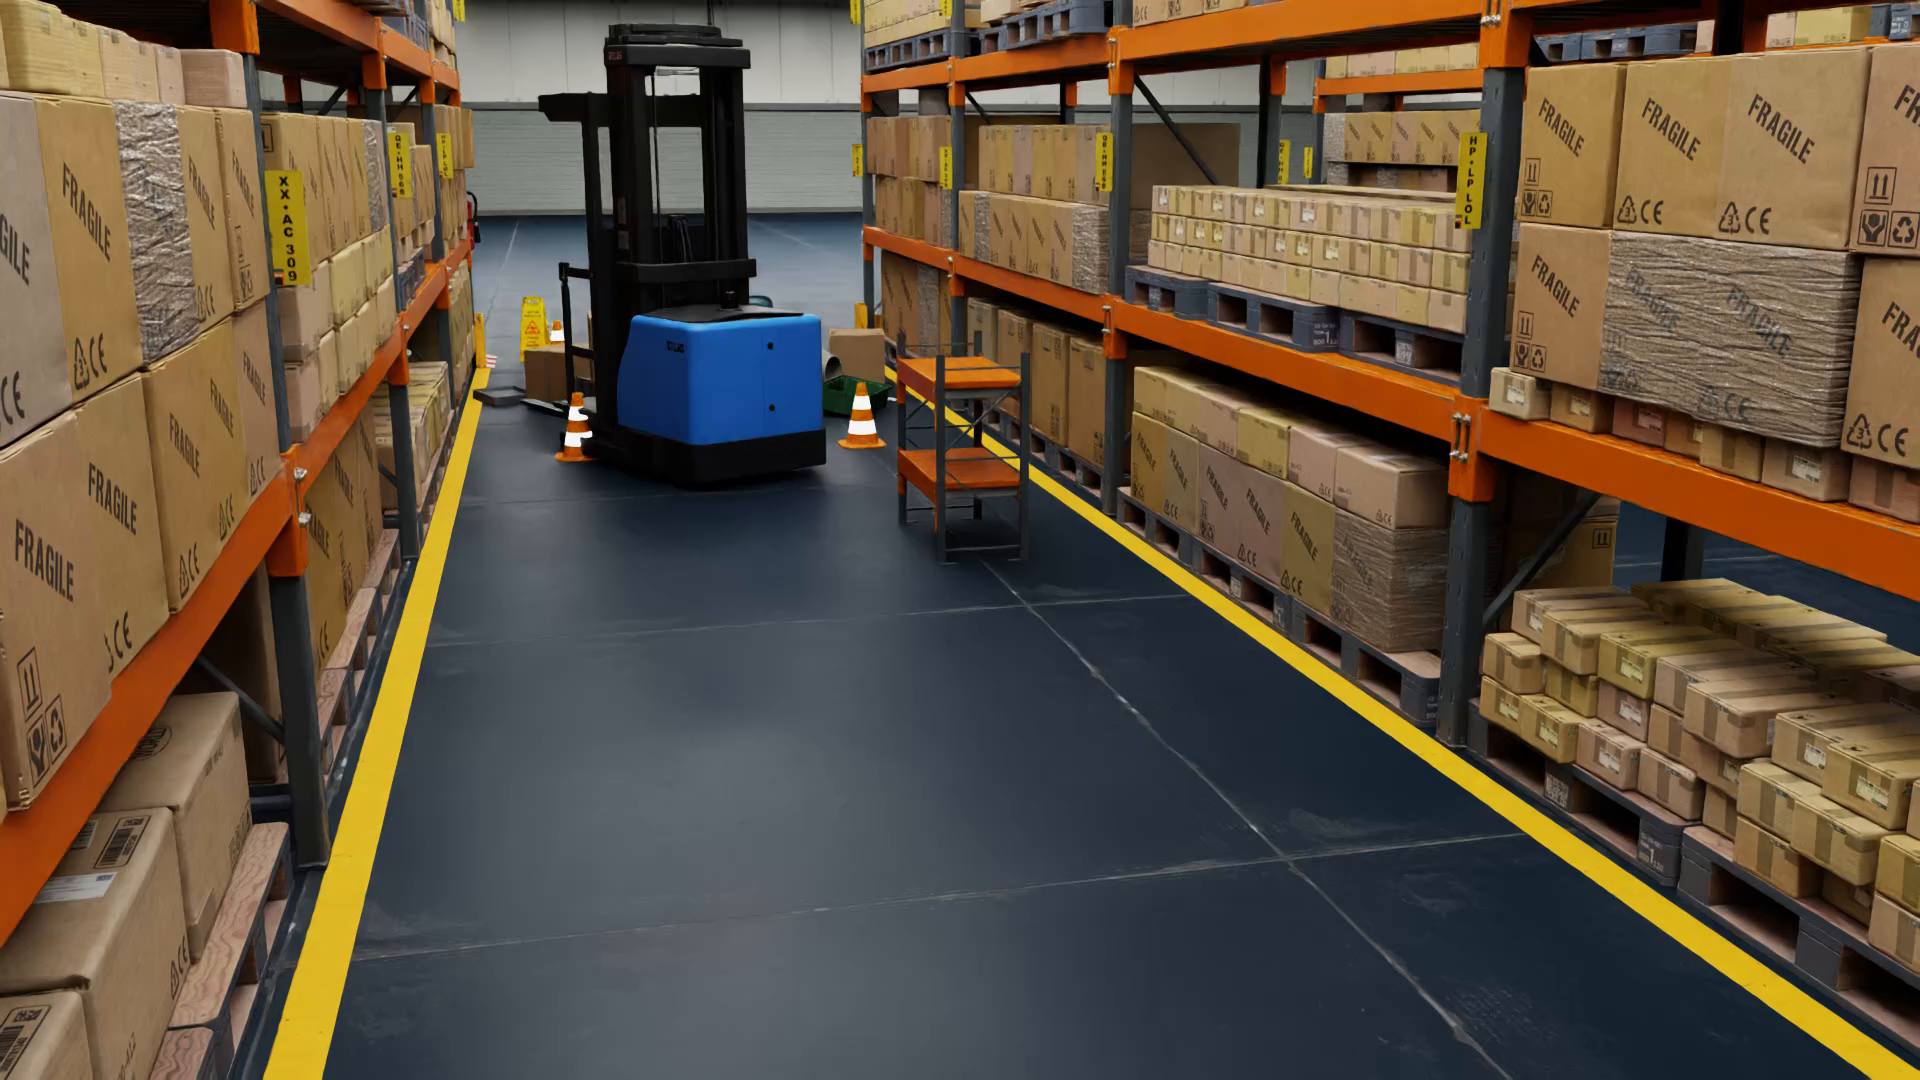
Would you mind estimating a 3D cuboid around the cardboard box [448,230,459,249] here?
[{"bbox_3d":[-4.415,-2.522,13.960,0.380,0.149,0.250,-3,14,-13],"label":"cardboard box"}]

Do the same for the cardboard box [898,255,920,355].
[{"bbox_3d":[-0.081,-2.296,16.098,0.875,0.875,0.875,-4,14,-14],"label":"cardboard box"}]

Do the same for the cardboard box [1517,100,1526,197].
[{"bbox_3d":[5.322,-3.115,13.707,1.000,1.000,1.000,-3,14,-13],"label":"cardboard box"}]

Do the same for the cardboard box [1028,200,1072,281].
[{"bbox_3d":[0.766,-2.002,11.093,0.500,0.500,0.500,-4,14,-14],"label":"cardboard box"}]

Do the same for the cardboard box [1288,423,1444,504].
[{"bbox_3d":[1.777,-0.343,7.312,0.500,0.250,0.500,-3,14,-11],"label":"cardboard box"}]

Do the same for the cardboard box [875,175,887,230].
[{"bbox_3d":[-0.382,-3.470,16.993,0.875,0.550,0.550,-3,14,-13],"label":"cardboard box"}]

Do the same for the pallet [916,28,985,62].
[{"bbox_3d":[0.244,-4.161,14.003,1.003,0.211,1.213,-3,14,-13],"label":"pallet"}]

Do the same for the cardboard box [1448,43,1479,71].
[{"bbox_3d":[4.798,-4.406,15.138,0.500,0.250,0.500,-3,14,-12],"label":"cardboard box"}]

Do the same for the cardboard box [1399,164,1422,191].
[{"bbox_3d":[4.850,-3.455,16.413,0.875,0.500,0.500,-3,14,-13],"label":"cardboard box"}]

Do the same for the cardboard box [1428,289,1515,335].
[{"bbox_3d":[2.019,-0.874,6.330,0.380,0.149,0.250,-4,14,-14],"label":"cardboard box"}]

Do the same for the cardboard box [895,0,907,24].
[{"bbox_3d":[-0.293,-4.787,14.972,0.500,0.250,0.500,-3,14,-13],"label":"cardboard box"}]

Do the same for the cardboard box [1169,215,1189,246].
[{"bbox_3d":[1.350,-1.676,8.984,0.380,0.149,0.250,-3,14,-10],"label":"cardboard box"}]

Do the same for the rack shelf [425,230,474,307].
[{"bbox_3d":[-4.831,-2.370,14.323,1.077,0.370,4.000,-3,14,-13],"label":"rack shelf"}]

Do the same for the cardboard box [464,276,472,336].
[{"bbox_3d":[-4.734,-2.123,15.125,0.500,0.500,0.500,-3,14,-11],"label":"cardboard box"}]

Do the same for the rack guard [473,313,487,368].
[{"bbox_3d":[-5.283,-1.949,16.351,1.175,0.500,0.348,-3,14,-13],"label":"rack guard"}]

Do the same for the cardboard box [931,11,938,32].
[{"bbox_3d":[-0.030,-4.269,13.695,0.380,0.149,0.250,-3,14,-12],"label":"cardboard box"}]

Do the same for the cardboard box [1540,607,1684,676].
[{"bbox_3d":[2.192,0.338,5.592,0.380,0.149,0.250,-3,14,-10],"label":"cardboard box"}]

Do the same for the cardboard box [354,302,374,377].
[{"bbox_3d":[-2.666,-0.810,6.739,0.500,0.250,0.500,-4,14,-14],"label":"cardboard box"}]

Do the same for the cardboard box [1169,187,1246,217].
[{"bbox_3d":[1.352,-1.826,8.973,0.380,0.149,0.250,-4,14,-15],"label":"cardboard box"}]

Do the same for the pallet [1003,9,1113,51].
[{"bbox_3d":[0.897,-3.403,11.115,1.003,0.211,1.213,-3,14,-11],"label":"pallet"}]

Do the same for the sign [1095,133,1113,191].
[{"bbox_3d":[0.827,-2.165,9.530,0.100,0.325,0.005,-3,14,-13],"label":"sign"}]

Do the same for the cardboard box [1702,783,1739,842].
[{"bbox_3d":[2.455,0.803,4.943,0.380,0.149,0.250,-4,14,-16],"label":"cardboard box"}]

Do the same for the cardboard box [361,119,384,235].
[{"bbox_3d":[-2.918,-1.647,7.531,0.500,0.500,0.500,-3,14,-12],"label":"cardboard box"}]

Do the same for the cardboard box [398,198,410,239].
[{"bbox_3d":[-3.432,-1.969,9.443,0.500,0.500,0.500,-3,14,-10],"label":"cardboard box"}]

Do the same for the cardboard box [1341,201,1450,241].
[{"bbox_3d":[1.836,-1.347,7.010,0.380,0.149,0.250,-3,14,-13],"label":"cardboard box"}]

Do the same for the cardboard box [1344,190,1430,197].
[{"bbox_3d":[2.162,-1.682,8.383,0.380,0.149,0.250,-3,14,-13],"label":"cardboard box"}]

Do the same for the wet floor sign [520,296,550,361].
[{"bbox_3d":[-4.306,-2.141,16.829,0.267,0.644,0.232,2,14,6],"label":"wet floor sign"}]

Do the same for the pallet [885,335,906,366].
[{"bbox_3d":[-0.249,-1.945,16.945,1.003,0.211,1.213,-3,14,-13],"label":"pallet"}]

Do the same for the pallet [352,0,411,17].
[{"bbox_3d":[-3.219,-2.555,7.643,1.213,0.211,1.003,-3,14,-11],"label":"pallet"}]

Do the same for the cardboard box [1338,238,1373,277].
[{"bbox_3d":[1.833,-1.200,7.036,0.380,0.149,0.250,-4,14,-15],"label":"cardboard box"}]

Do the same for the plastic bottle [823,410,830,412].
[{"bbox_3d":[-1.106,-1.109,13.839,0.133,0.061,0.283,-13,19,-42],"label":"plastic bottle"}]

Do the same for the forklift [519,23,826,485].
[{"bbox_3d":[-2.225,-2.072,11.731,1.130,2.935,3.031,-11,17,-38],"label":"forklift"}]

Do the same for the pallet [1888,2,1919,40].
[{"bbox_3d":[6.413,-3.107,9.904,1.213,0.211,1.003,-3,14,-11],"label":"pallet"}]

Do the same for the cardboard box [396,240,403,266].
[{"bbox_3d":[-3.371,-1.635,9.445,0.380,0.149,0.250,-4,14,-17],"label":"cardboard box"}]

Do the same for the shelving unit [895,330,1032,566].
[{"bbox_3d":[0.002,-0.545,9.287,0.538,1.125,1.048,-3,14,-13],"label":"shelving unit"}]

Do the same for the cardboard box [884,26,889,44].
[{"bbox_3d":[-0.507,-4.738,15.613,0.380,0.149,0.250,-3,14,-13],"label":"cardboard box"}]

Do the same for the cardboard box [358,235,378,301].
[{"bbox_3d":[-2.797,-1.173,7.169,0.500,0.250,0.500,-4,14,-15],"label":"cardboard box"}]

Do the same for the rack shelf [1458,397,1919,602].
[{"bbox_3d":[2.775,0.099,4.217,1.077,0.370,4.000,-3,14,-13],"label":"rack shelf"}]

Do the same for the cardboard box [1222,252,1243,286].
[{"bbox_3d":[1.531,-1.354,8.295,0.380,0.149,0.250,-3,14,-11],"label":"cardboard box"}]

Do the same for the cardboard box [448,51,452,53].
[{"bbox_3d":[-4.815,-4.490,14.853,0.500,0.250,0.500,-3,14,-14],"label":"cardboard box"}]

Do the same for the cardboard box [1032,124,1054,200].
[{"bbox_3d":[0.907,-2.626,11.536,0.700,0.500,0.500,-3,14,-14],"label":"cardboard box"}]

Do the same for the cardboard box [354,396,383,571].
[{"bbox_3d":[-3.341,-0.343,8.103,0.875,0.875,0.875,-3,14,-14],"label":"cardboard box"}]

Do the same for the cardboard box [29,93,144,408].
[{"bbox_3d":[-1.754,-0.503,2.847,0.500,0.500,0.500,-3,14,-13],"label":"cardboard box"}]

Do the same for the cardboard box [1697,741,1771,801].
[{"bbox_3d":[2.420,0.661,4.897,0.380,0.149,0.250,-3,14,-11],"label":"cardboard box"}]

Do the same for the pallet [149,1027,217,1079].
[{"bbox_3d":[-2.090,1.404,3.236,1.003,0.211,1.213,-3,14,-13],"label":"pallet"}]

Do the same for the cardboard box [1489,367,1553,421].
[{"bbox_3d":[2.053,-0.506,5.708,0.380,0.149,0.250,-3,14,-11],"label":"cardboard box"}]

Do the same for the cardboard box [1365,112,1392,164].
[{"bbox_3d":[4.425,-4.039,16.694,0.500,0.500,0.500,-3,14,-13],"label":"cardboard box"}]

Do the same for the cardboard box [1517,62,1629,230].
[{"bbox_3d":[2.174,-1.273,5.372,0.500,0.500,0.500,-3,14,-12],"label":"cardboard box"}]

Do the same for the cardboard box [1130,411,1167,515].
[{"bbox_3d":[1.284,-0.447,9.318,0.500,0.500,0.500,-4,14,-16],"label":"cardboard box"}]

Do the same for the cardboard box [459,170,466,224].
[{"bbox_3d":[-4.793,-3.148,15.156,0.500,0.500,0.500,-3,14,-13],"label":"cardboard box"}]

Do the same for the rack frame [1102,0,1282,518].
[{"bbox_3d":[1.366,-1.634,9.797,1.000,3.000,0.127,-3,14,-13],"label":"rack frame"}]

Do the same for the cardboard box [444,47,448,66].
[{"bbox_3d":[-4.541,-4.097,14.087,0.380,0.149,0.250,-3,14,-14],"label":"cardboard box"}]

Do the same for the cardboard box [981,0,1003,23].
[{"bbox_3d":[0.325,-4.049,12.545,0.258,0.266,0.396,-4,14,-14],"label":"cardboard box"}]

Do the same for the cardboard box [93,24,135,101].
[{"bbox_3d":[-1.925,-0.971,3.395,0.380,0.149,0.250,-3,14,-14],"label":"cardboard box"}]

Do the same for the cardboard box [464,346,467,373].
[{"bbox_3d":[-4.501,-1.522,14.246,0.500,0.250,0.500,-3,14,-14],"label":"cardboard box"}]

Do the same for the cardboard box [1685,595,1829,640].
[{"bbox_3d":[2.740,0.304,5.729,0.380,0.149,0.250,-3,14,-12],"label":"cardboard box"}]

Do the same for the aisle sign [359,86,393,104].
[{"bbox_3d":[-5.617,-4.441,15.806,0.394,0.787,0.004,-3,14,-13],"label":"aisle sign"}]

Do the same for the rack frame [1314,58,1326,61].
[{"bbox_3d":[4.332,-6.647,17.675,1.000,3.000,0.127,-3,14,-13],"label":"rack frame"}]
